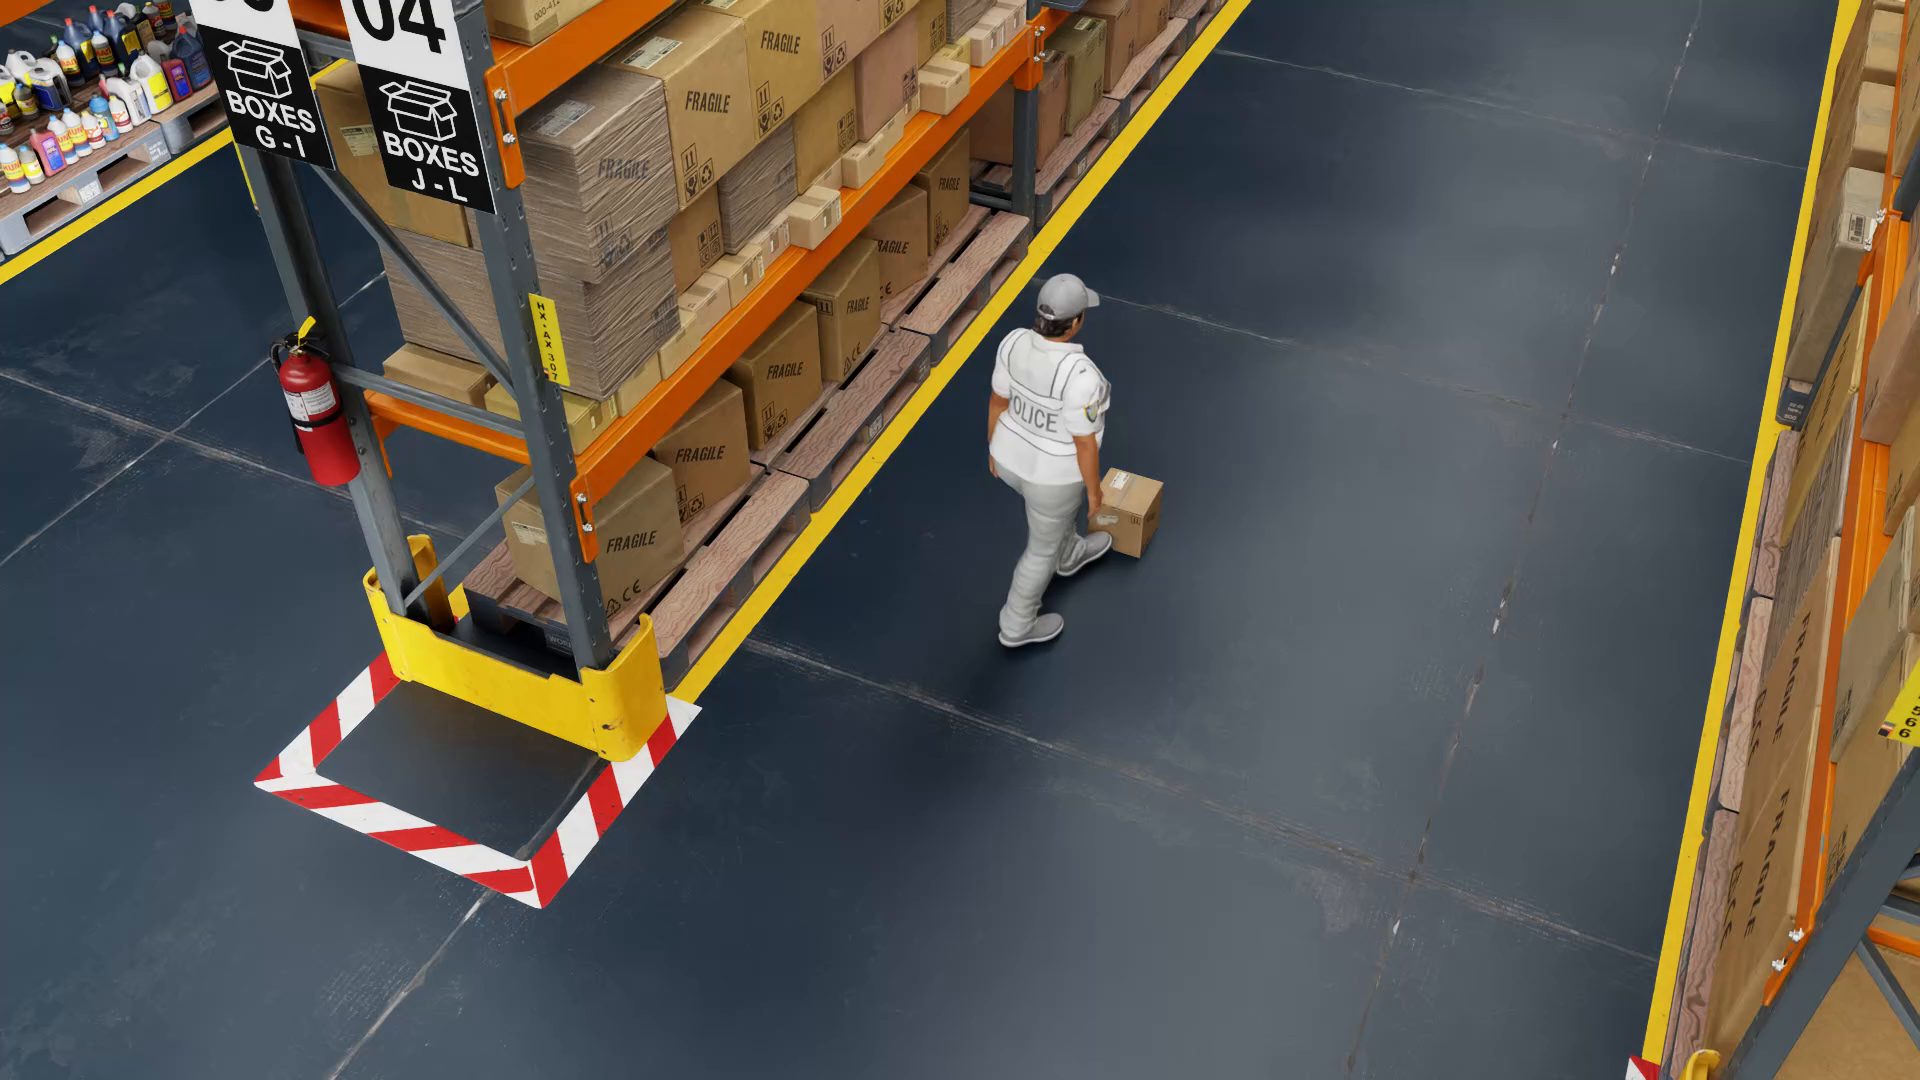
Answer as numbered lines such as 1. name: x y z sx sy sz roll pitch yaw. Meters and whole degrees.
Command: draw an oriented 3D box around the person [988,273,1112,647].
1. person: 0.434 -0.345 6.533 0.760 1.650 0.501 -29 50 -28
